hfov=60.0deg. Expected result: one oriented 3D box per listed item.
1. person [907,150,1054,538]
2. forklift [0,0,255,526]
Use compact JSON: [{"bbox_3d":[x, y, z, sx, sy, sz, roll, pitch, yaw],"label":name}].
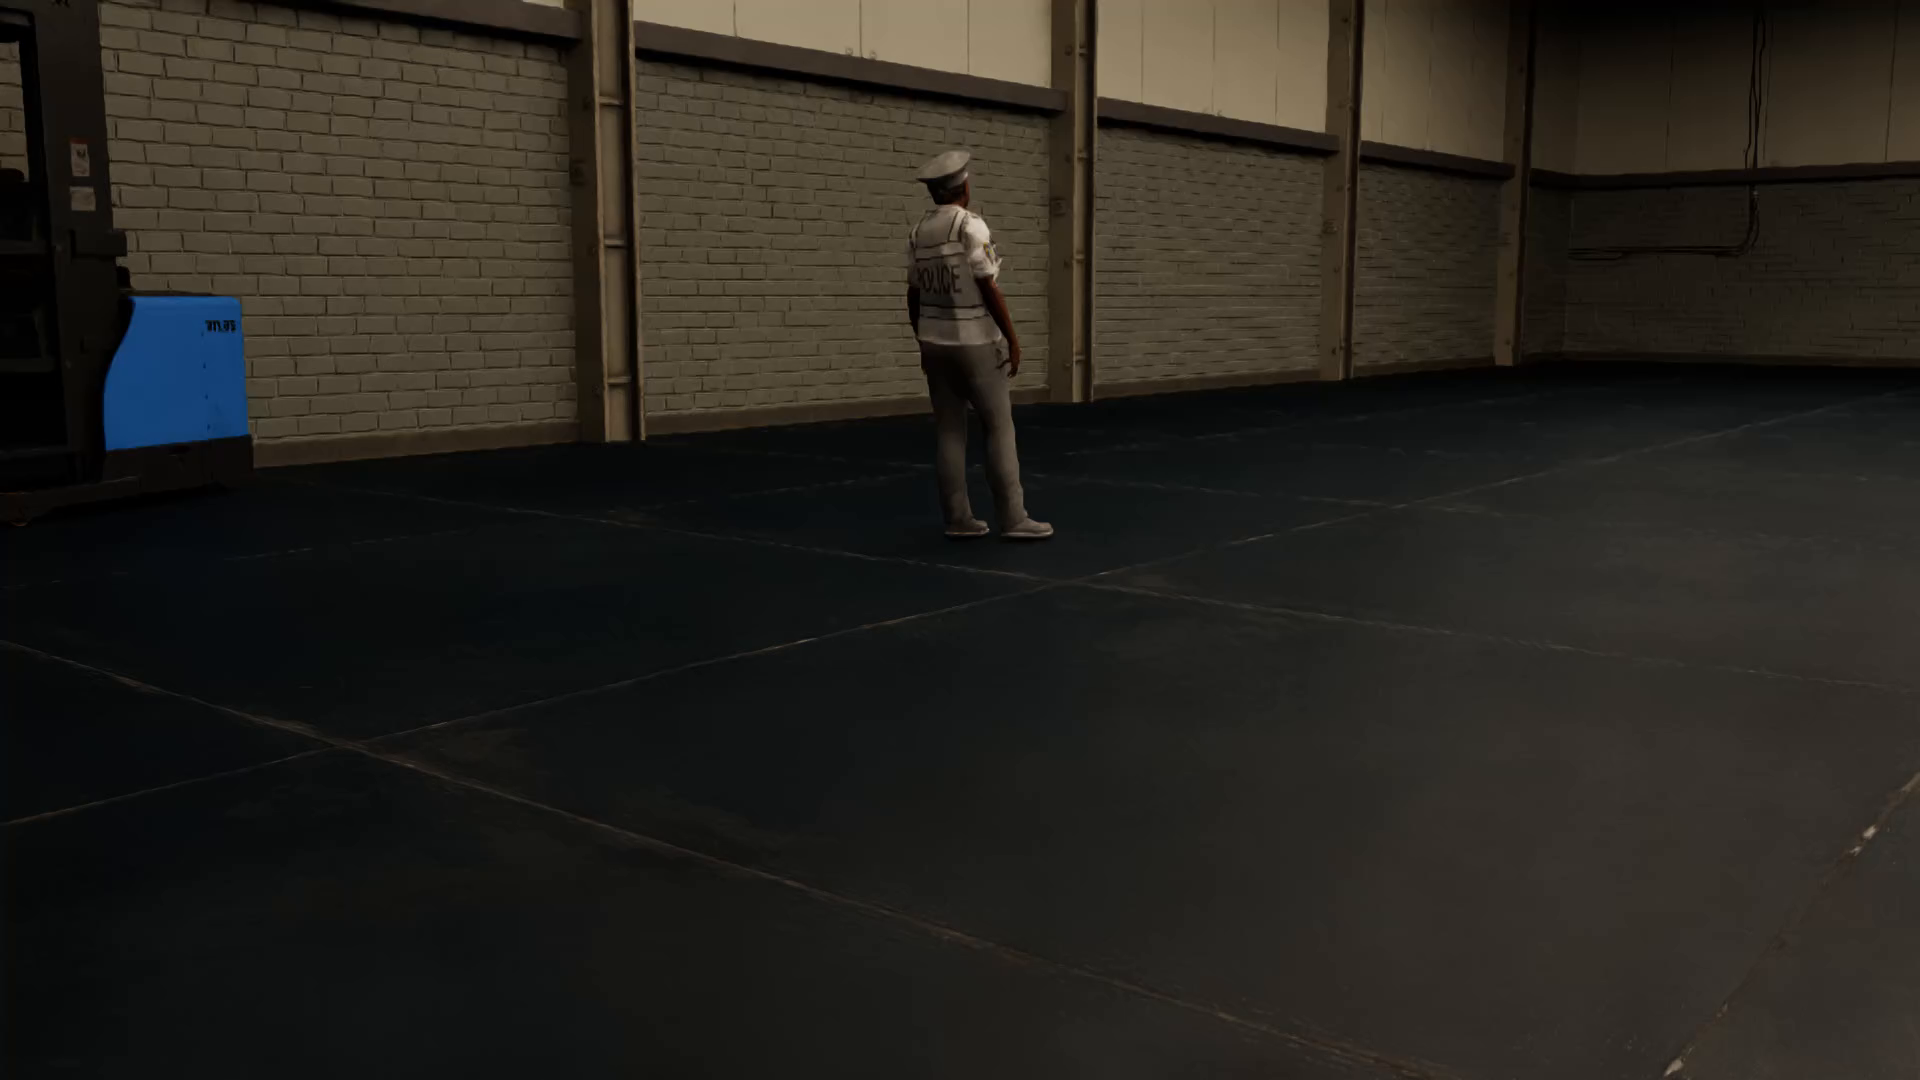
[{"bbox_3d":[0.062,-0.853,7.327,0.570,1.695,0.529,7,11,38],"label":"person"},{"bbox_3d":[-4.899,-1.551,7.883,1.130,2.935,3.031,3,9,19],"label":"forklift"}]
